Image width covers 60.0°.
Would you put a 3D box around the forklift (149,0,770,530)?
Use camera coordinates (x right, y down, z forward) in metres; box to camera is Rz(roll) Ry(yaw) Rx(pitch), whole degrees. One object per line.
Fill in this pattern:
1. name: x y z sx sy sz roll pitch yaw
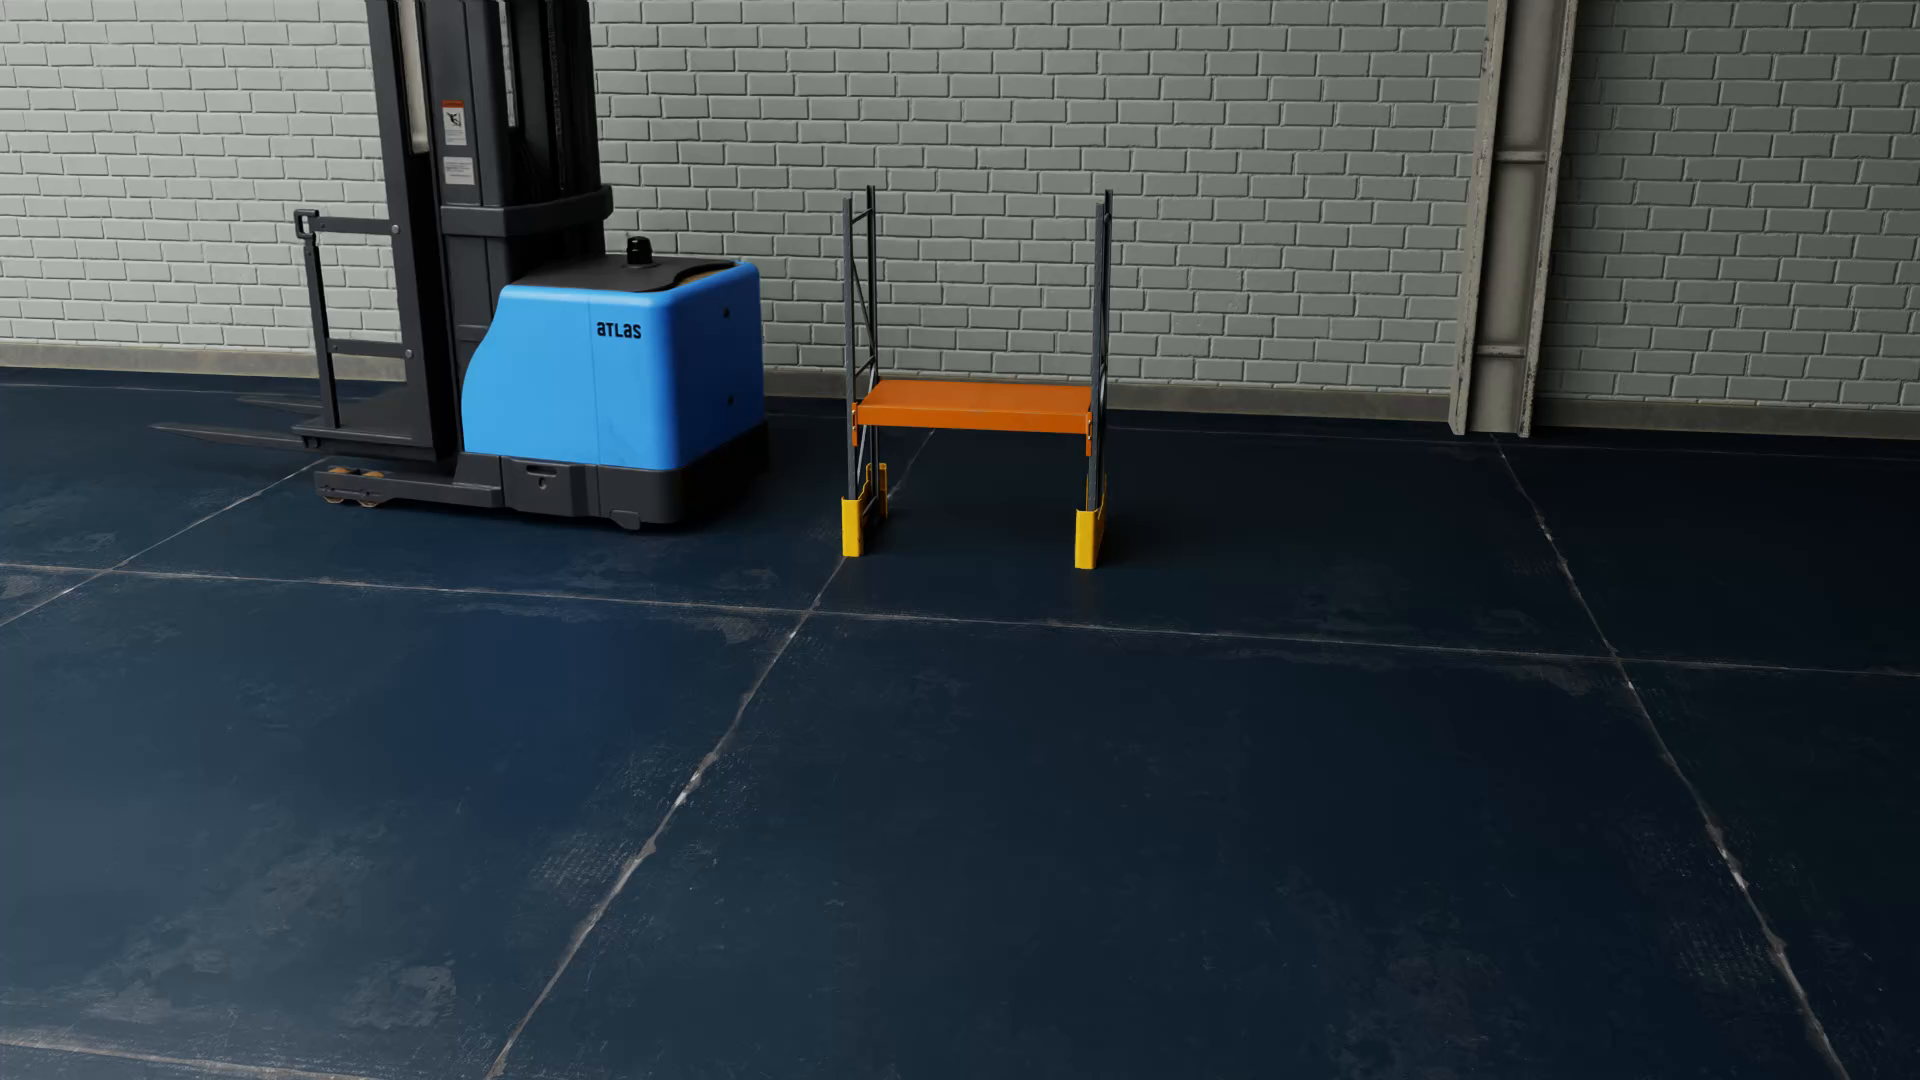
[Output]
1. forklift: -2.506 -1.692 7.741 3.031 2.935 1.130 6 19 17

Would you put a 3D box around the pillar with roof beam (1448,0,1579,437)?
1. pillar with roof beam: 2.216 -3.529 3.668 0.400 9.000 9.100 3 19 9

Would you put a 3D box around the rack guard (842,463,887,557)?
1. rack guard: -0.416 -0.140 7.327 0.087 0.250 0.587 3 19 9

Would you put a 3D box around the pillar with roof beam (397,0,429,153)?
1. pillar with roof beam: -3.708 -3.831 4.570 0.400 9.000 9.100 3 19 9

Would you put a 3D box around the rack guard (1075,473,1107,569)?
1. rack guard: 0.567 -0.090 7.177 0.087 0.250 0.587 3 19 9

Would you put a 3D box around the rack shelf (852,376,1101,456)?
1. rack shelf: 0.084 -0.536 7.109 1.000 0.185 0.538 3 19 9

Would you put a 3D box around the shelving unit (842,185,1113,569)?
1. shelving unit: 0.075 -0.707 7.054 1.083 1.500 0.587 3 19 9

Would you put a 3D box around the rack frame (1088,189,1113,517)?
1. rack frame: 0.586 -0.681 6.976 0.032 1.500 0.500 3 19 9

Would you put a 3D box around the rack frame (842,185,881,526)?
1. rack frame: -0.418 -0.733 7.129 0.032 1.500 0.500 3 19 9
